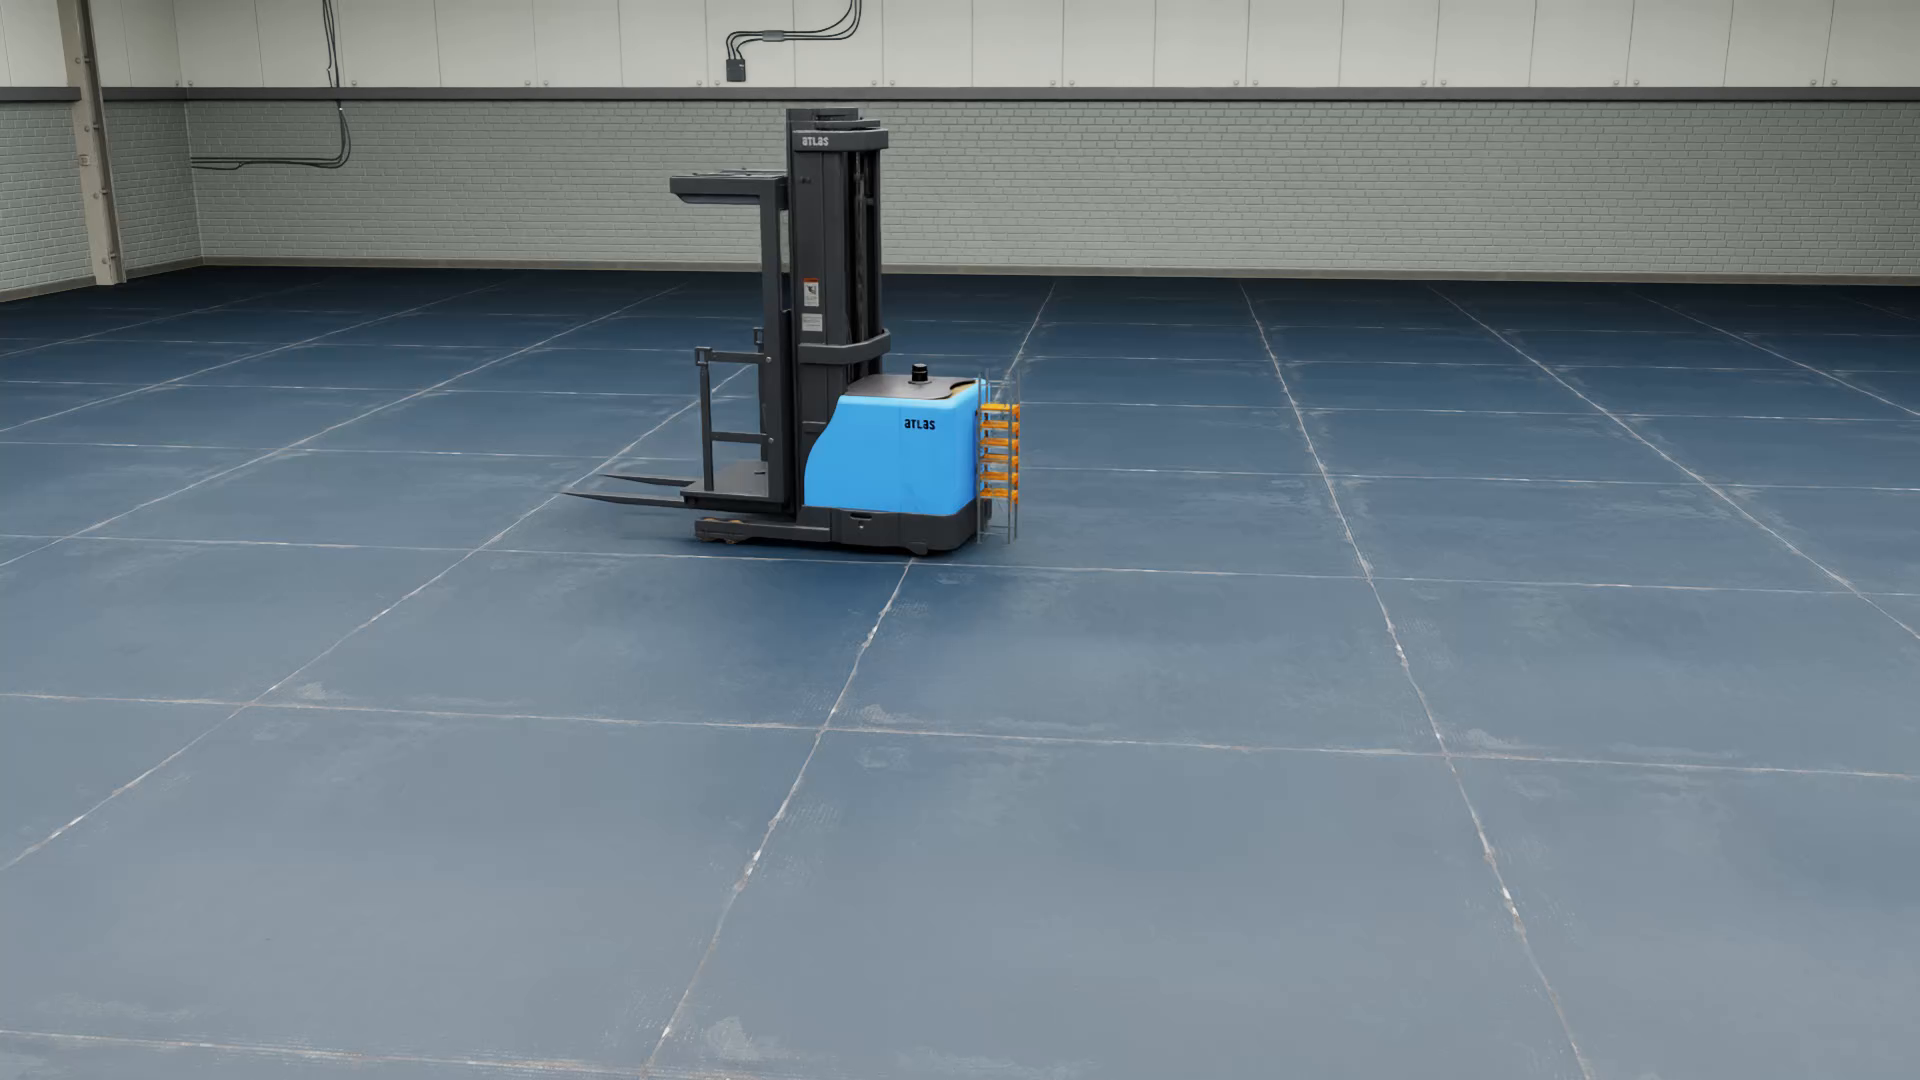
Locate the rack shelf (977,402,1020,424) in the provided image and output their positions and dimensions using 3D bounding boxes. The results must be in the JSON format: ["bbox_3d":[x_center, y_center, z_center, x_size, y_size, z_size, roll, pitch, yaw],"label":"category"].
[{"bbox_3d":[0.264,-0.870,11.371,0.258,0.103,0.180,5,16,16],"label":"rack shelf"}]

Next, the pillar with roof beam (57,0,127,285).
[{"bbox_3d":[-9.582,-8.403,25.497,9.100,9.000,0.400,2,15,6],"label":"pillar with roof beam"}]

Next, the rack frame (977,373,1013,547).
[{"bbox_3d":[0.237,-0.543,11.370,0.240,1.200,0.006,5,16,16],"label":"rack frame"}]

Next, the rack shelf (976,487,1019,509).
[{"bbox_3d":[0.262,-0.292,11.529,0.258,0.103,0.180,5,16,16],"label":"rack shelf"}]

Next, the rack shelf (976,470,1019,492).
[{"bbox_3d":[0.262,-0.407,11.497,0.258,0.103,0.180,5,16,16],"label":"rack shelf"}]

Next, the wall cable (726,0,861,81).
[{"bbox_3d":[-2.783,-10.613,27.155,2.305,6.003,0.169,2,15,6],"label":"wall cable"}]

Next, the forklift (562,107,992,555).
[{"bbox_3d":[-1.346,-1.513,11.643,3.031,2.935,1.130,4,16,16],"label":"forklift"}]

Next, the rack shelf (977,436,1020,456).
[{"bbox_3d":[0.263,-0.639,11.434,0.258,0.103,0.180,5,16,16],"label":"rack shelf"}]

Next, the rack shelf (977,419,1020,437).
[{"bbox_3d":[0.264,-0.755,11.403,0.258,0.103,0.180,5,16,16],"label":"rack shelf"}]

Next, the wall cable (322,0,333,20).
[{"bbox_3d":[-9.525,-10.114,28.099,3.097,2.526,0.112,2,15,6],"label":"wall cable"}]

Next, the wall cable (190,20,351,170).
[{"bbox_3d":[-12.214,-7.756,29.053,3.097,2.526,0.112,2,15,6],"label":"wall cable"}]

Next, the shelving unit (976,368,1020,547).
[{"bbox_3d":[0.263,-0.566,11.454,0.258,1.200,0.189,5,16,16],"label":"shelving unit"}]

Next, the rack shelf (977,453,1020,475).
[{"bbox_3d":[0.263,-0.523,11.466,0.258,0.103,0.180,5,16,16],"label":"rack shelf"}]

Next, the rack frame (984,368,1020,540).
[{"bbox_3d":[0.289,-0.589,11.539,0.240,1.200,0.006,5,16,16],"label":"rack frame"}]
